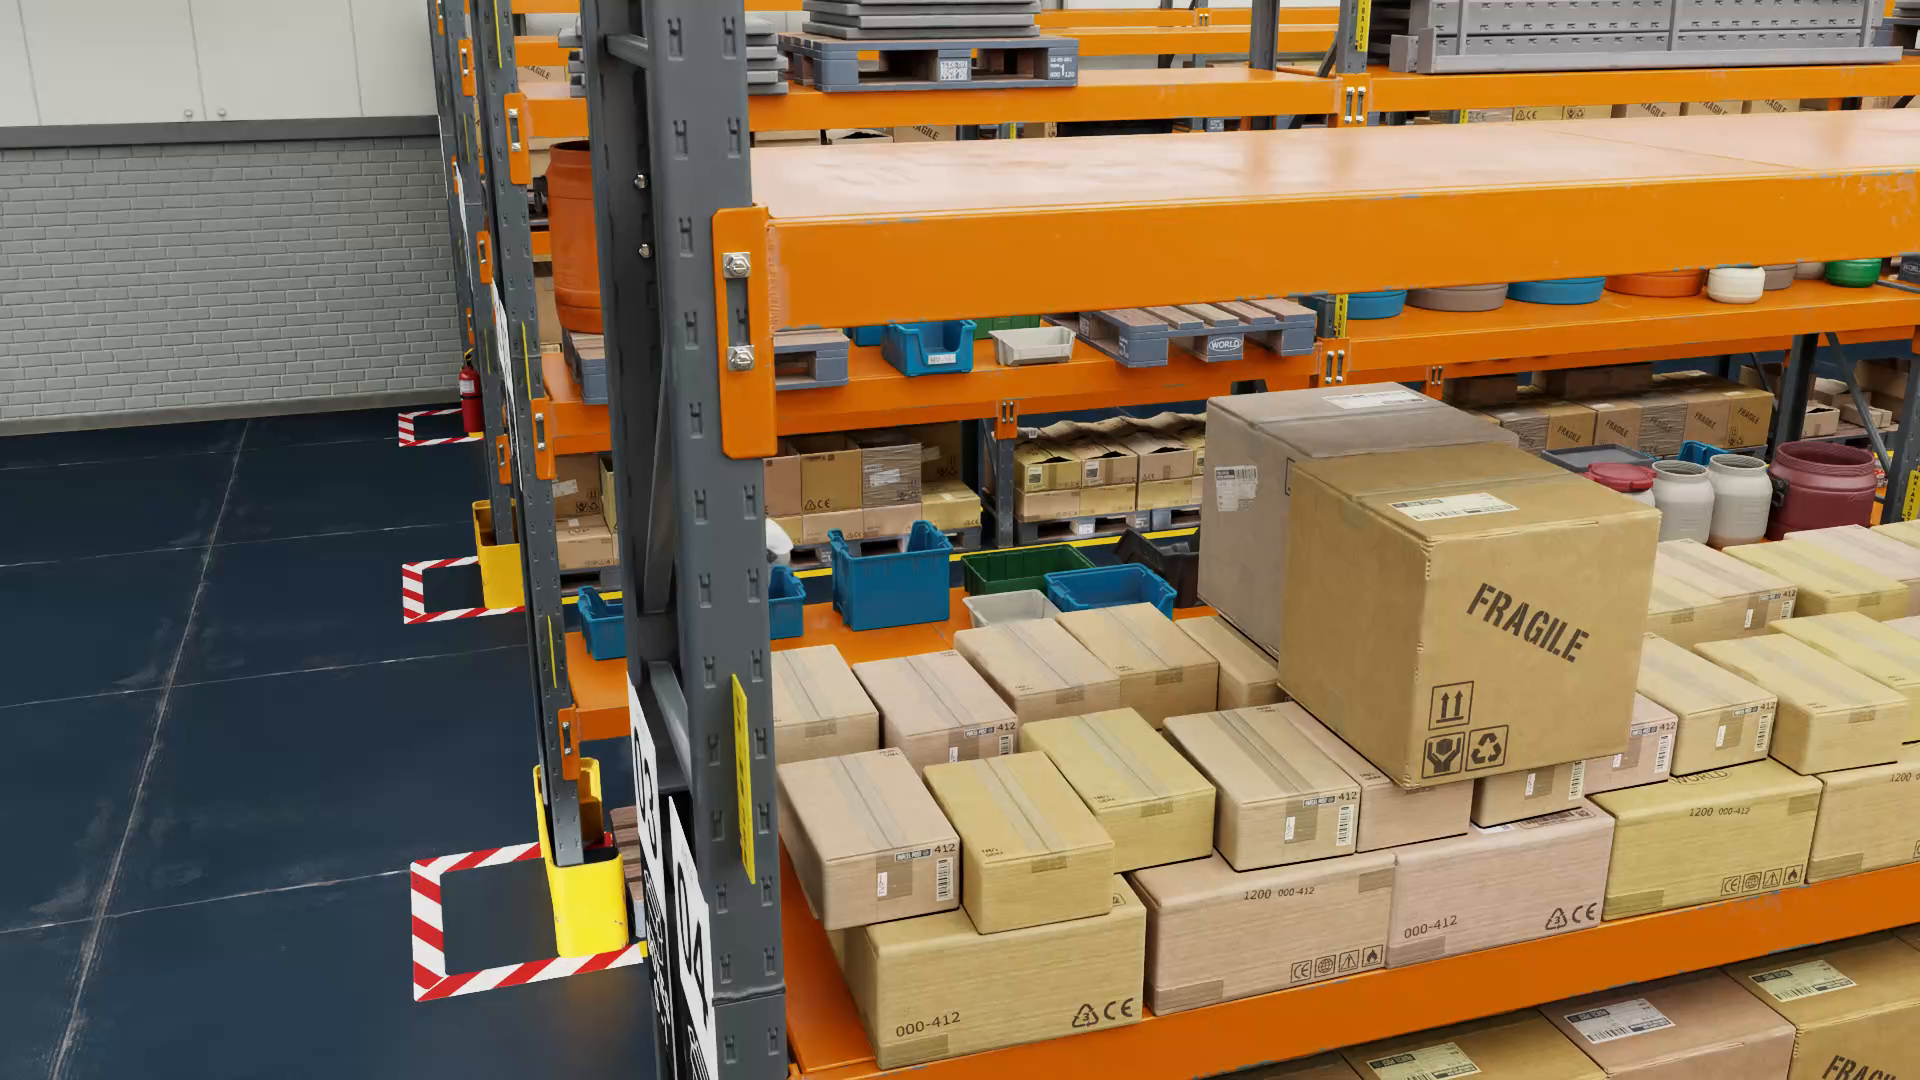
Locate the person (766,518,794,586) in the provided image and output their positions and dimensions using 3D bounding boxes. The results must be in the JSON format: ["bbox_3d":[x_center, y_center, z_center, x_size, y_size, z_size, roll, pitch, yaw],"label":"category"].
[{"bbox_3d":[-1.628,0.372,11.445,0.928,1.047,0.466,-7,21,-20],"label":"person"}]
